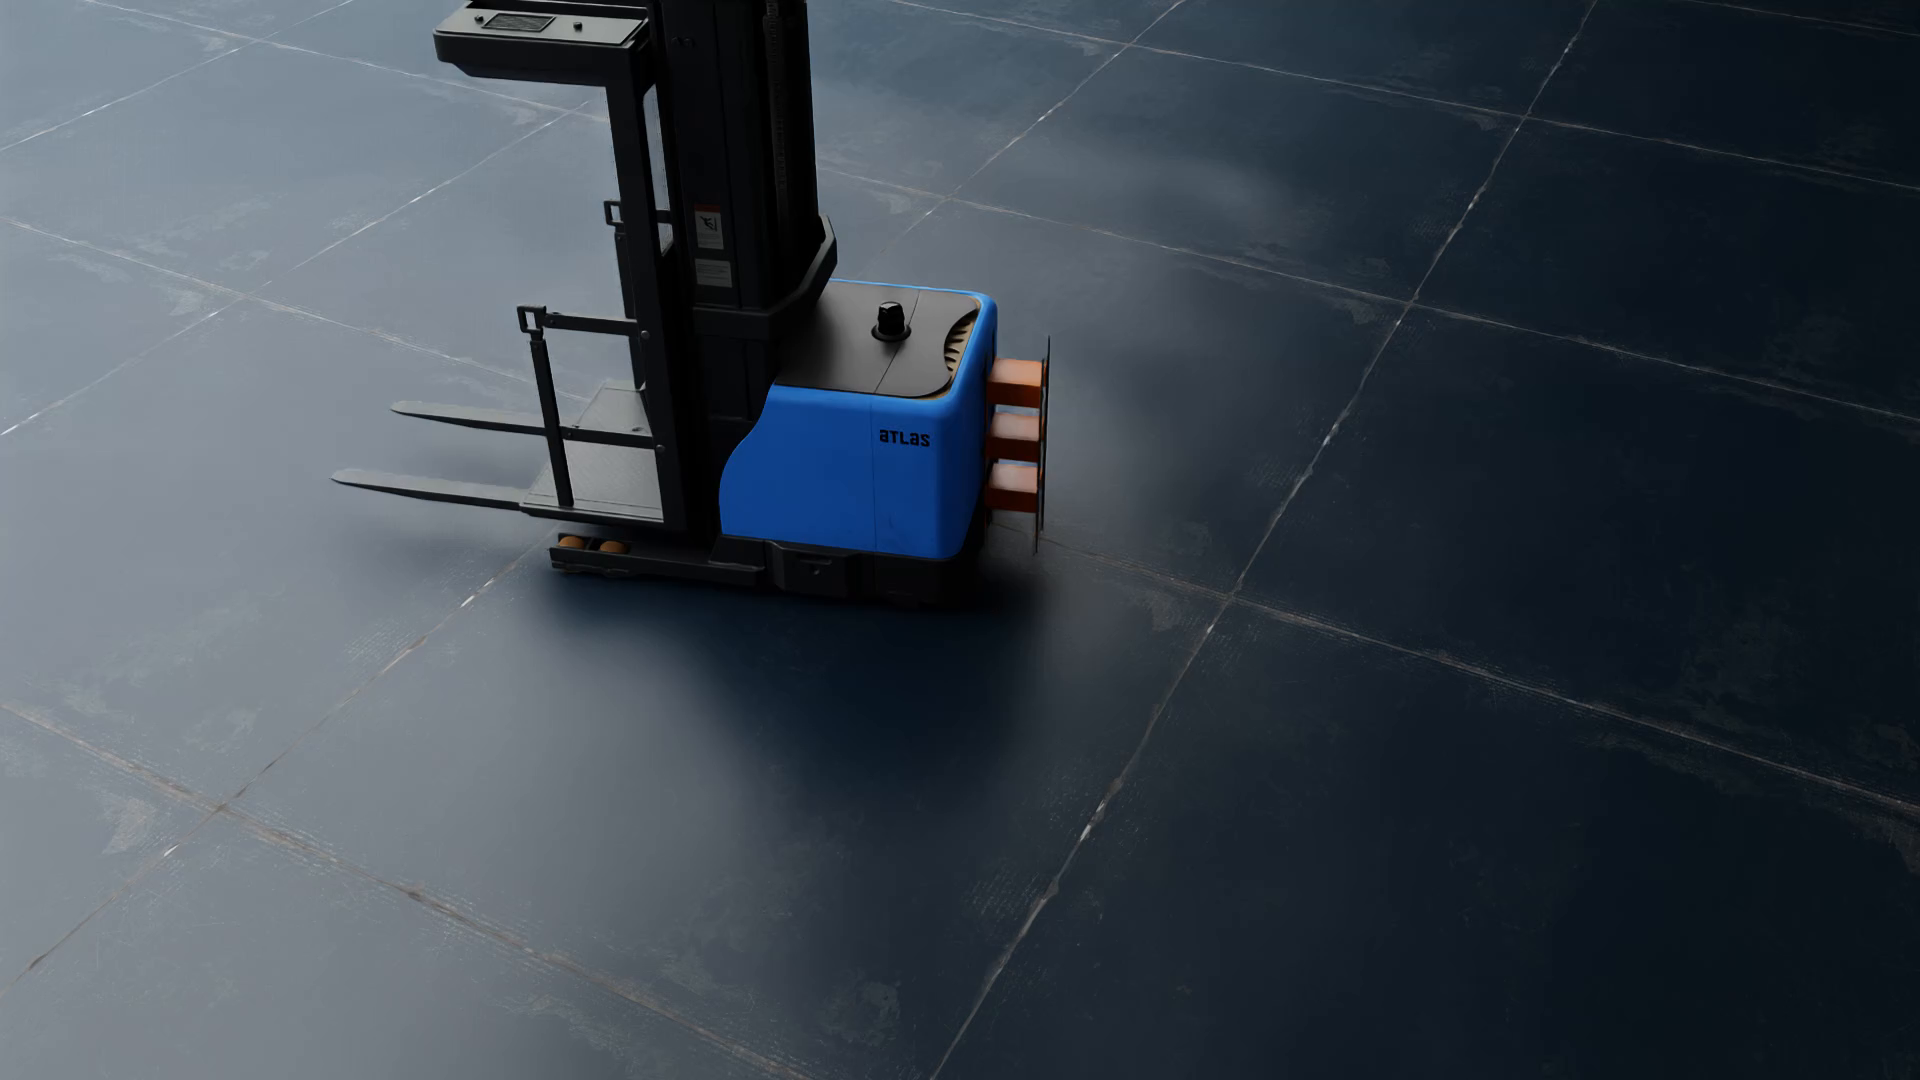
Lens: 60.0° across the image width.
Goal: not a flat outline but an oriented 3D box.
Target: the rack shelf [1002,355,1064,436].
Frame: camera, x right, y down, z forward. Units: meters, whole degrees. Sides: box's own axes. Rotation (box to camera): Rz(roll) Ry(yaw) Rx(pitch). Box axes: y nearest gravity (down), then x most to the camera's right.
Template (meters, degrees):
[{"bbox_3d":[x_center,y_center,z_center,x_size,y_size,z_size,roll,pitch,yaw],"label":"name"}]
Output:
[{"bbox_3d":[0.322,-0.631,7.261,0.240,0.259,0.215,7,38,9],"label":"rack shelf"}]

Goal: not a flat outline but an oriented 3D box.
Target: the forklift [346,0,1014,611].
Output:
[{"bbox_3d":[-1.315,-1.292,7.028,3.031,2.935,1.130,7,38,9],"label":"forklift"}]

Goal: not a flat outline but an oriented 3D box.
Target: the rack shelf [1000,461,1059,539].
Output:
[{"bbox_3d":[0.322,-0.183,7.600,0.240,0.259,0.215,7,38,9],"label":"rack shelf"}]

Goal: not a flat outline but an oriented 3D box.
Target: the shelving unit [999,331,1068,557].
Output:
[{"bbox_3d":[0.322,-0.413,7.426,0.252,1.050,0.215,7,38,9],"label":"shelving unit"}]

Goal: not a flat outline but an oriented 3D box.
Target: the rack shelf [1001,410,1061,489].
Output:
[{"bbox_3d":[0.322,-0.405,7.432,0.240,0.259,0.215,7,38,9],"label":"rack shelf"}]

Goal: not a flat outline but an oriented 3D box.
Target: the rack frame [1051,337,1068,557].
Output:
[{"bbox_3d":[0.442,-0.399,7.408,0.008,1.050,0.200,7,38,9],"label":"rack frame"}]

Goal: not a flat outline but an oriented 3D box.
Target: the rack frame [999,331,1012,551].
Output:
[{"bbox_3d":[0.202,-0.427,7.444,0.008,1.050,0.200,7,38,9],"label":"rack frame"}]
